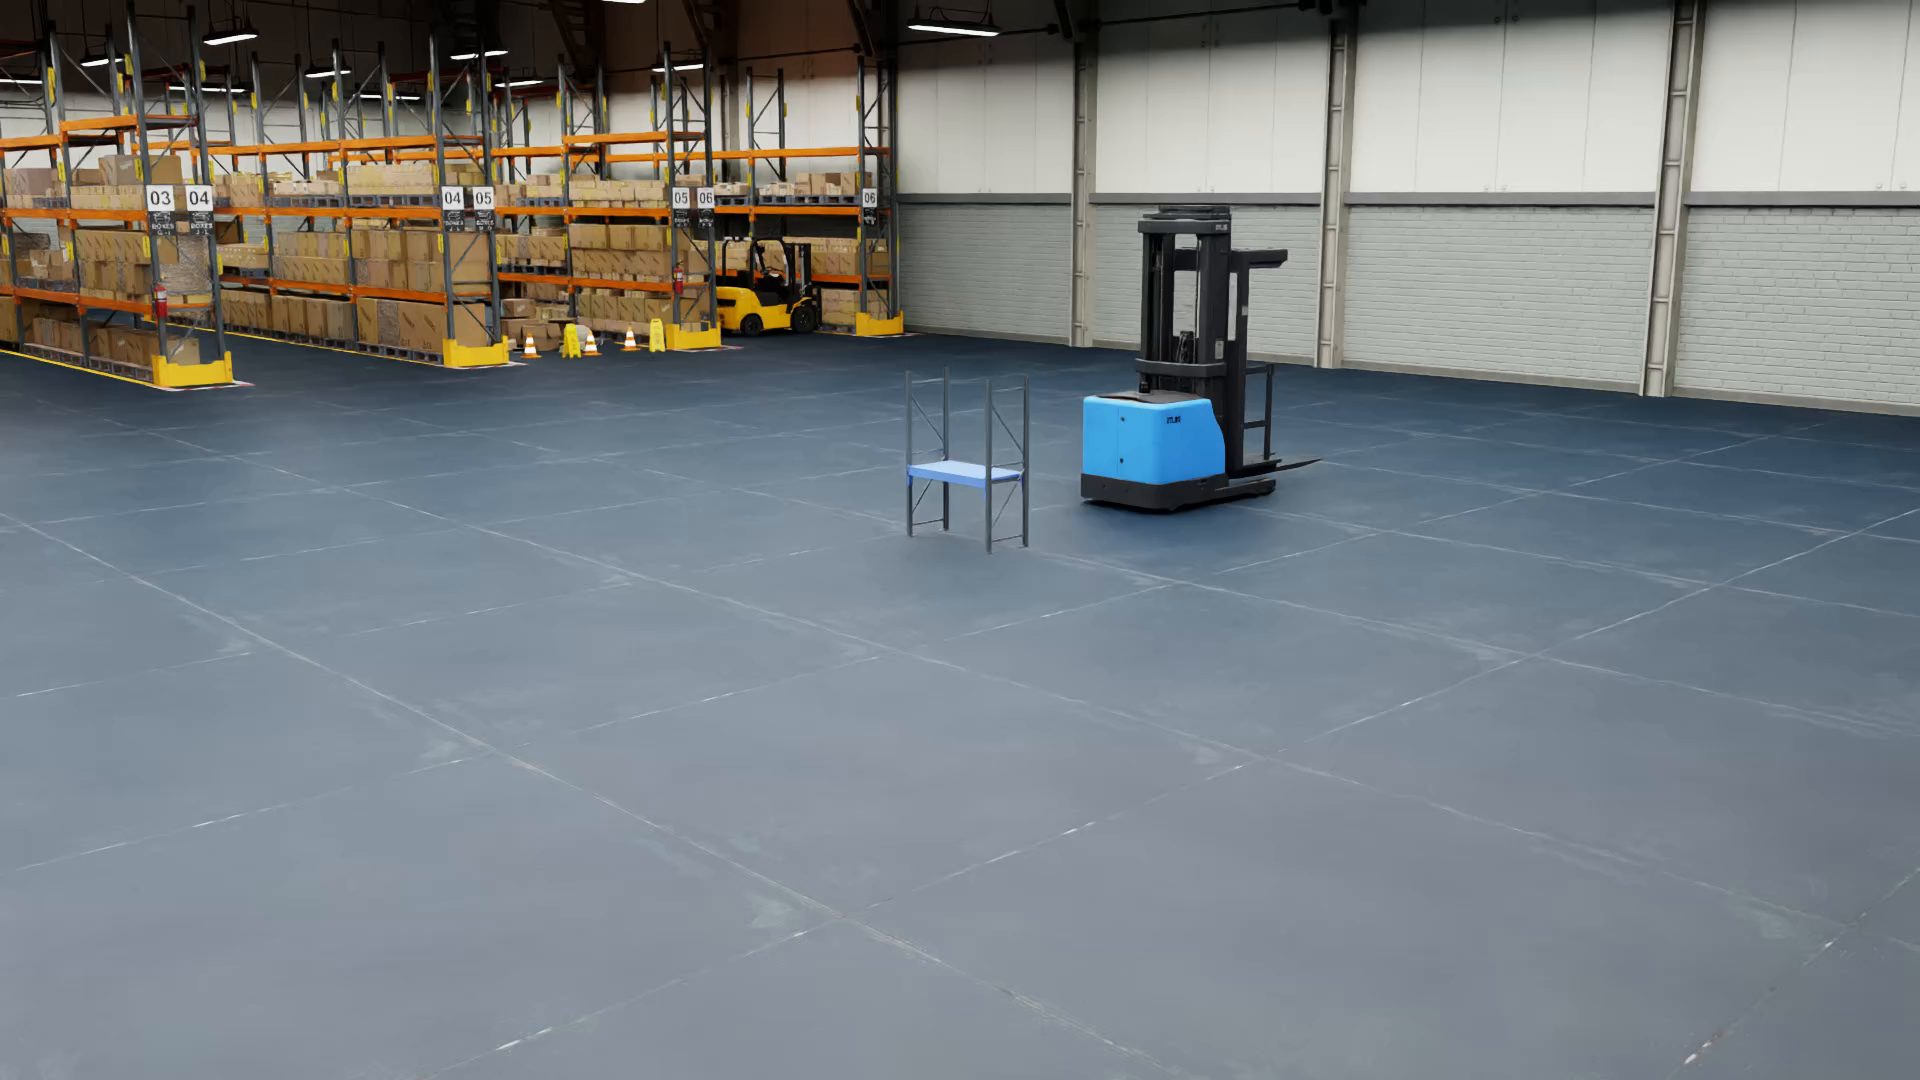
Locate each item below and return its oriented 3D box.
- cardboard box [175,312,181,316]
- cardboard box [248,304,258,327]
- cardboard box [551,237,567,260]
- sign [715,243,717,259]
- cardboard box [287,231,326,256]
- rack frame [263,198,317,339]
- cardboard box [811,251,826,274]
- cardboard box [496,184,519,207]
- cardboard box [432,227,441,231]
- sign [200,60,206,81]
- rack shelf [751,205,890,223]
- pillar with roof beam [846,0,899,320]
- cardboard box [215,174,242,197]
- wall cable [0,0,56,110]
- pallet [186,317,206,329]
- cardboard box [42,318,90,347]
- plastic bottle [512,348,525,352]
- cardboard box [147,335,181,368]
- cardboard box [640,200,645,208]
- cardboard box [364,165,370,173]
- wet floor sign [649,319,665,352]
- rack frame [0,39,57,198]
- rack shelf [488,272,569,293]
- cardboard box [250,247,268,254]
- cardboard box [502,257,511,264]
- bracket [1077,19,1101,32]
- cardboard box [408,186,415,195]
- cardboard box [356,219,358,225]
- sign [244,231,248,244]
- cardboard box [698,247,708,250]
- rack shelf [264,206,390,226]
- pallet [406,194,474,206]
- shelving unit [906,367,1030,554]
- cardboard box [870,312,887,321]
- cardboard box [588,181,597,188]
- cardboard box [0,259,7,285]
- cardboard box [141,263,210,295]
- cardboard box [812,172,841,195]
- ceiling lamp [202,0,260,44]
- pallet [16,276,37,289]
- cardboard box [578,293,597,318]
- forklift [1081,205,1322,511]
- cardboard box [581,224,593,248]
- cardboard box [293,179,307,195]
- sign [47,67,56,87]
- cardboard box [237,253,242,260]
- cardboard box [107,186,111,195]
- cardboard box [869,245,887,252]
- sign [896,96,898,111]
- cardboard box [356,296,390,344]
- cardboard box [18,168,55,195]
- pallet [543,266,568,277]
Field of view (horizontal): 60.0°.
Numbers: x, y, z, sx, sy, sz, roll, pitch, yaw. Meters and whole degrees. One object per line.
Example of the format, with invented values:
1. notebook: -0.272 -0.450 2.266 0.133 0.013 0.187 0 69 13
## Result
1. cardboard box: -18.755 -5.509 40.243 0.380 0.149 0.250 -11 16 -43
2. cardboard box: -15.438 -4.995 36.875 0.500 0.500 0.500 -10 15 -40
3. cardboard box: -8.651 -6.434 36.681 0.500 0.500 0.500 -11 16 -44
4. sign: -5.012 -5.914 34.037 0.100 0.325 0.005 -11 16 -43
5. cardboard box: -13.786 -6.275 35.212 0.700 0.500 0.500 -11 16 -43
6. rack frame: -14.439 -5.877 36.005 1.000 3.000 0.127 -11 16 -43
7. cardboard box: -3.052 -6.342 38.015 0.500 0.500 0.500 -11 16 -44
8. cardboard box: -10.281 -7.960 38.434 0.700 0.500 0.500 -11 16 -43
9. cardboard box: -12.517 -7.382 40.581 0.500 0.500 0.500 -11 16 -43
10. sign: -12.179 -7.543 26.714 0.100 0.325 0.005 -11 16 -43
11. rack shelf: -3.198 -7.515 38.304 1.077 0.370 4.000 -11 16 -43
12. pillar with roof beam: -4.759 -8.672 34.703 9.100 9.000 0.548 -11 16 -43
13. cardboard box: -16.229 -7.943 37.300 0.797 0.503 0.637 -11 16 -43
14. wall cable: -25.033 -12.188 43.796 2.277 5.999 0.120 -11 16 -43
15. pallet: -17.691 -5.188 39.572 1.003 0.211 1.213 -11 16 -43
16. cardboard box: -17.226 -4.018 32.084 0.500 0.500 0.700 10 15 40
17. plastic bottle: -8.834 -3.798 33.193 0.283 0.061 0.133 6 13 26
18. cardboard box: -13.428 -3.191 28.119 0.500 0.500 0.500 -6 13 -28
19. cardboard box: -6.334 -6.895 34.134 0.380 0.149 0.250 -11 16 -42
20. cardboard box: -11.144 -7.073 31.734 0.380 0.149 0.250 -11 16 -43
21. wet floor sign: -6.047 -4.084 33.137 0.267 0.644 0.232 -5 13 -23
22. rack frame: -18.096 -8.139 32.116 1.000 3.000 0.127 -11 16 -43
23. rack shelf: -9.547 -5.938 38.081 1.077 0.370 4.000 -11 16 -43
24. cardboard box: -15.109 -6.259 35.965 0.250 0.149 0.380 11 16 43
25. cardboard box: -10.337 -6.456 38.395 0.380 0.149 0.250 -11 16 -42
26. bracket: 2.528 -10.049 32.468 0.235 0.232 0.430 -11 16 -43
27. cardboard box: -9.914 -6.423 30.554 0.380 0.149 0.250 -11 16 -42
28. cardboard box: -15.665 -8.366 43.753 0.380 0.149 0.250 -11 16 -42
29. sign: -16.802 -7.106 39.100 0.100 0.325 0.005 -11 16 -43
30. cardboard box: -6.147 -7.124 41.187 0.500 0.250 0.500 -11 16 -42
31. rack shelf: -13.058 -6.702 34.358 1.077 0.370 4.000 -11 16 -43
32. pallet: -9.434 -6.242 30.563 1.003 0.211 1.213 -11 16 -43
33. shelving unit: 0.059 -0.722 14.700 0.538 1.500 1.048 -11 16 -43
34. cardboard box: -2.014 -5.064 37.833 0.500 0.250 0.500 -11 16 -42
35. cardboard box: -7.646 -7.528 35.228 0.380 0.149 0.250 -11 16 -43
36. cardboard box: -18.956 -5.361 33.251 0.500 0.500 0.500 -11 16 -43
37. cardboard box: -12.931 -4.312 27.423 0.875 0.500 0.500 -11 16 -43
38. cardboard box: -2.933 -8.073 37.694 0.700 0.500 0.500 -11 16 -42
39. ceiling lamp: -13.248 -10.779 30.463 0.800 3.185 2.000 -11 16 -43
40. pallet: -17.527 -5.018 32.308 1.213 0.211 1.003 -11 16 -43
41. cardboard box: -7.954 -5.101 36.150 0.500 0.500 0.500 -10 15 -40
42. forklift: 2.624 -1.942 17.073 3.031 2.935 1.130 -11 16 -43
43. cardboard box: -7.682 -6.510 35.615 0.700 0.500 0.500 -11 16 -42
44. cardboard box: -13.397 -7.273 34.279 0.500 0.311 0.500 -11 16 -44
45. sign: -15.731 -8.012 28.793 0.100 0.325 0.005 -11 16 -43
46. cardboard box: -15.651 -6.228 36.550 0.380 0.149 0.250 -11 16 -42
47. cardboard box: -14.038 -5.859 27.865 0.250 0.149 0.380 11 16 42
48. cardboard box: -1.863 -6.559 37.458 0.250 0.149 0.380 11 16 44
49. sign: -1.411 -9.656 36.773 0.100 0.325 0.005 -11 16 -43
50. cardboard box: -11.293 -4.357 32.851 0.875 0.875 0.875 -11 16 -42
51. cardboard box: -17.257 -6.712 31.138 0.500 0.500 0.500 11 16 44
52. pallet: -8.589 -6.036 37.250 1.003 0.211 1.213 -11 16 -43
